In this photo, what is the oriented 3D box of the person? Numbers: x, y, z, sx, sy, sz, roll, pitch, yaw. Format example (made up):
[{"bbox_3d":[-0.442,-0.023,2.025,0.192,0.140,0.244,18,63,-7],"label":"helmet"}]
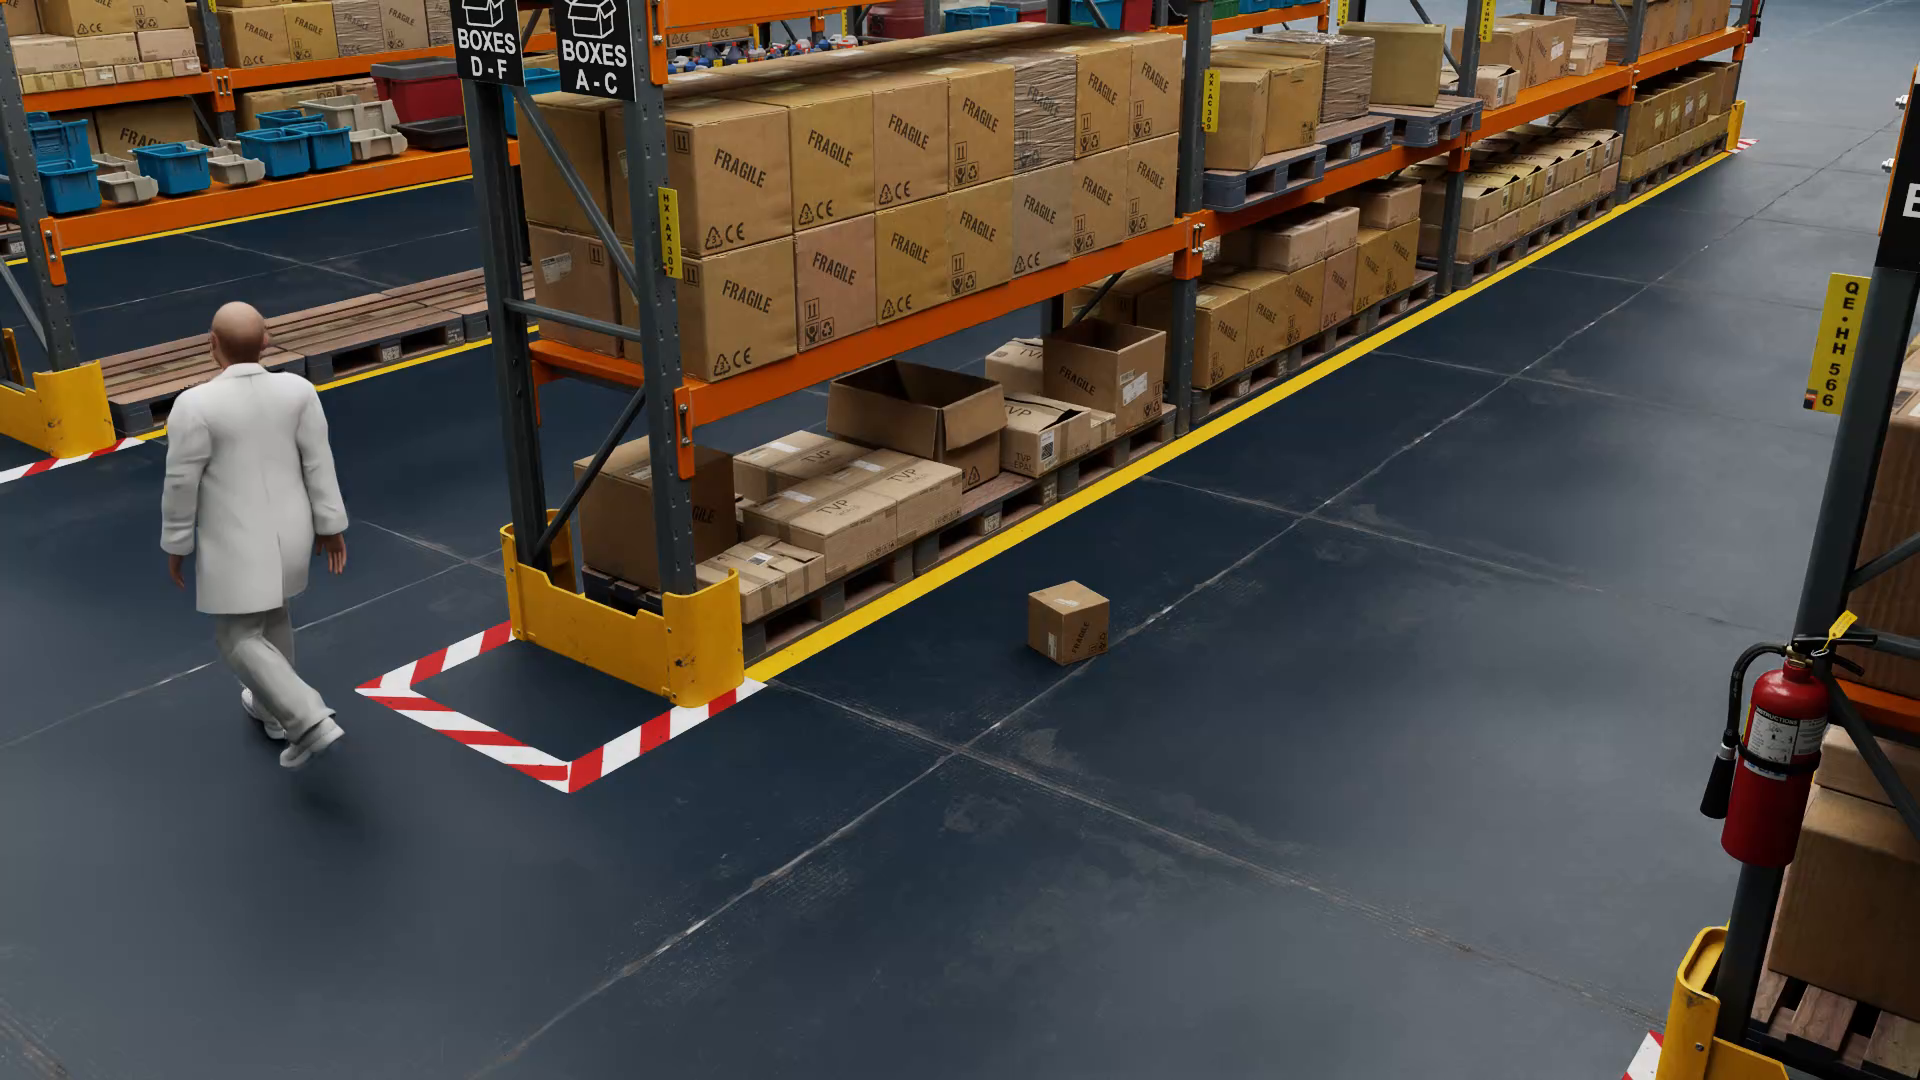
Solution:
[{"bbox_3d":[-2.563,0.003,6.098,0.941,1.749,0.628,18,29,36],"label":"person"}]
